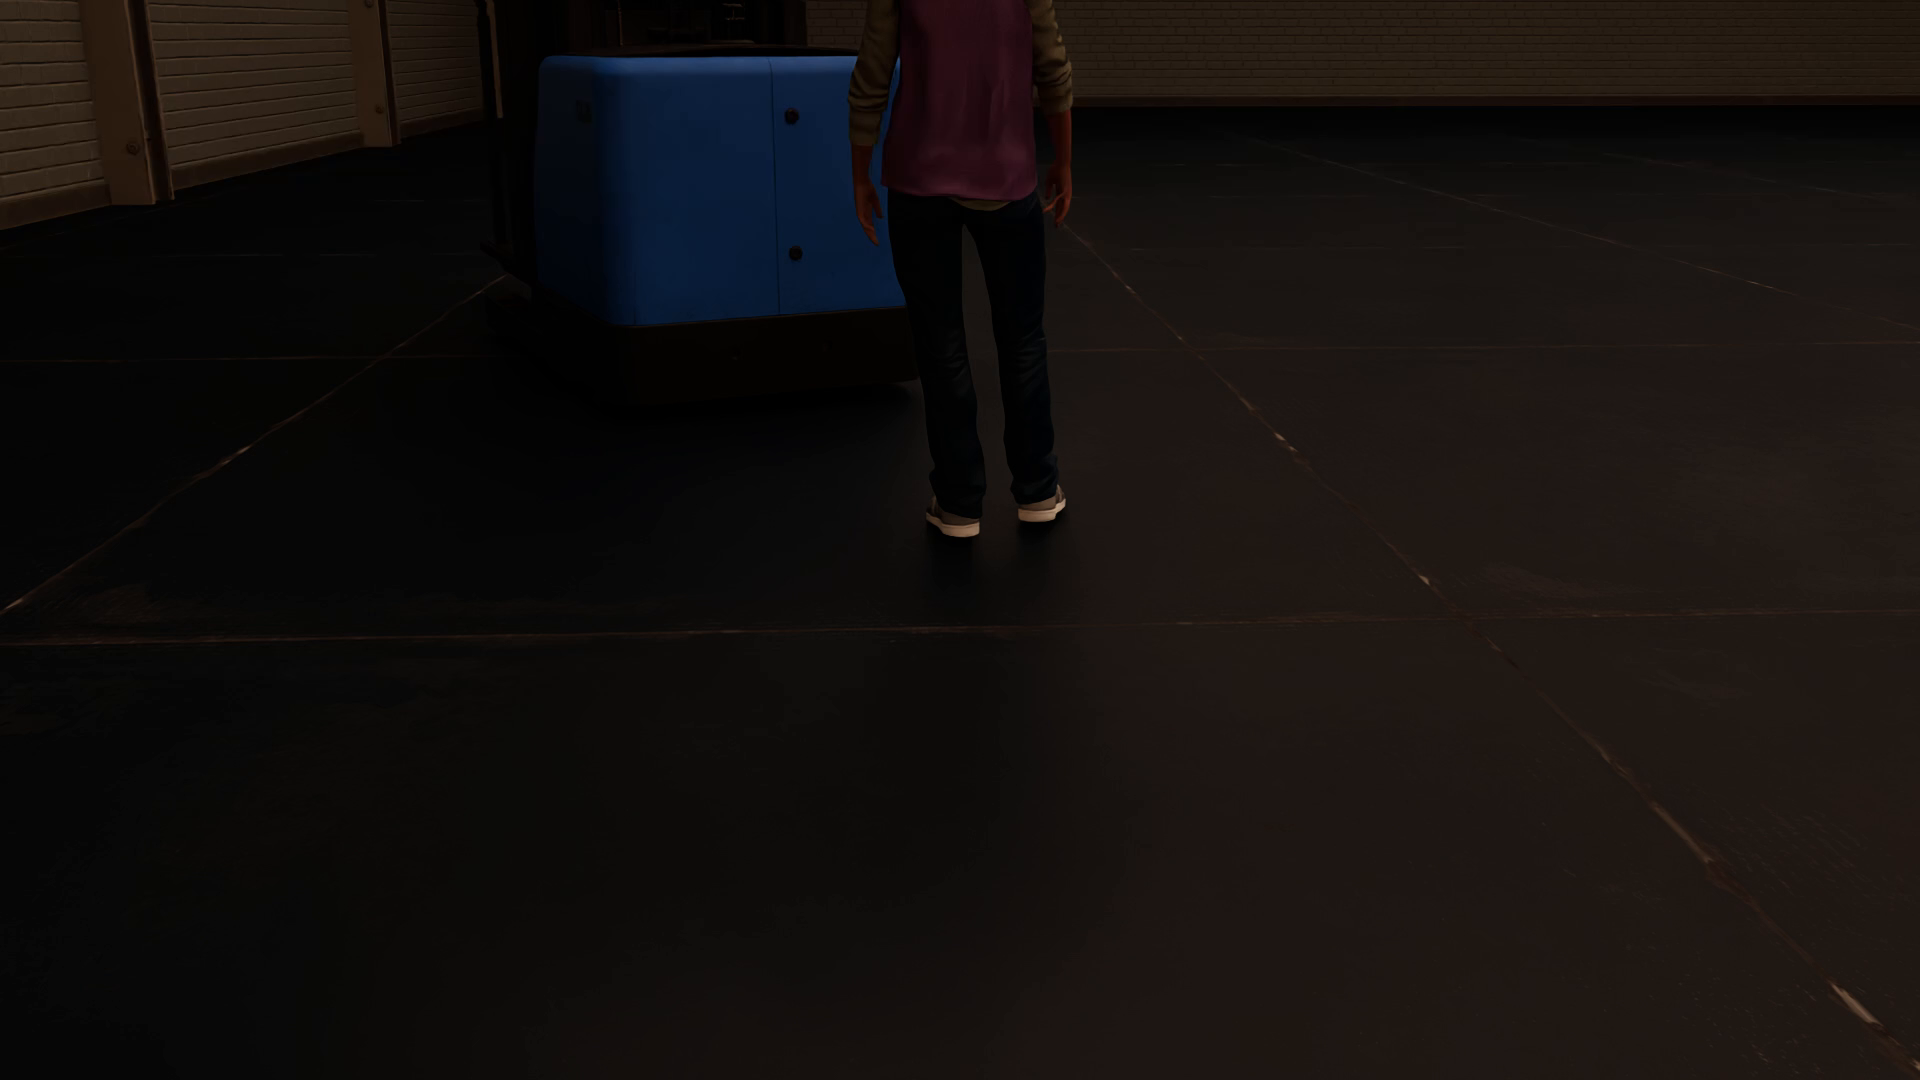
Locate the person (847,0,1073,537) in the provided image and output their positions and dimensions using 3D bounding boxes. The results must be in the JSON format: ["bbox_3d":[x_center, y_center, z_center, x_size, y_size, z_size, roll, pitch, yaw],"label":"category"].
[{"bbox_3d":[0.010,-0.792,3.753,0.520,1.596,0.476,-1,17,-3],"label":"person"}]

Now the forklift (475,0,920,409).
[{"bbox_3d":[-1.206,-2.188,6.060,1.130,2.935,3.031,-8,19,-25],"label":"forklift"}]
